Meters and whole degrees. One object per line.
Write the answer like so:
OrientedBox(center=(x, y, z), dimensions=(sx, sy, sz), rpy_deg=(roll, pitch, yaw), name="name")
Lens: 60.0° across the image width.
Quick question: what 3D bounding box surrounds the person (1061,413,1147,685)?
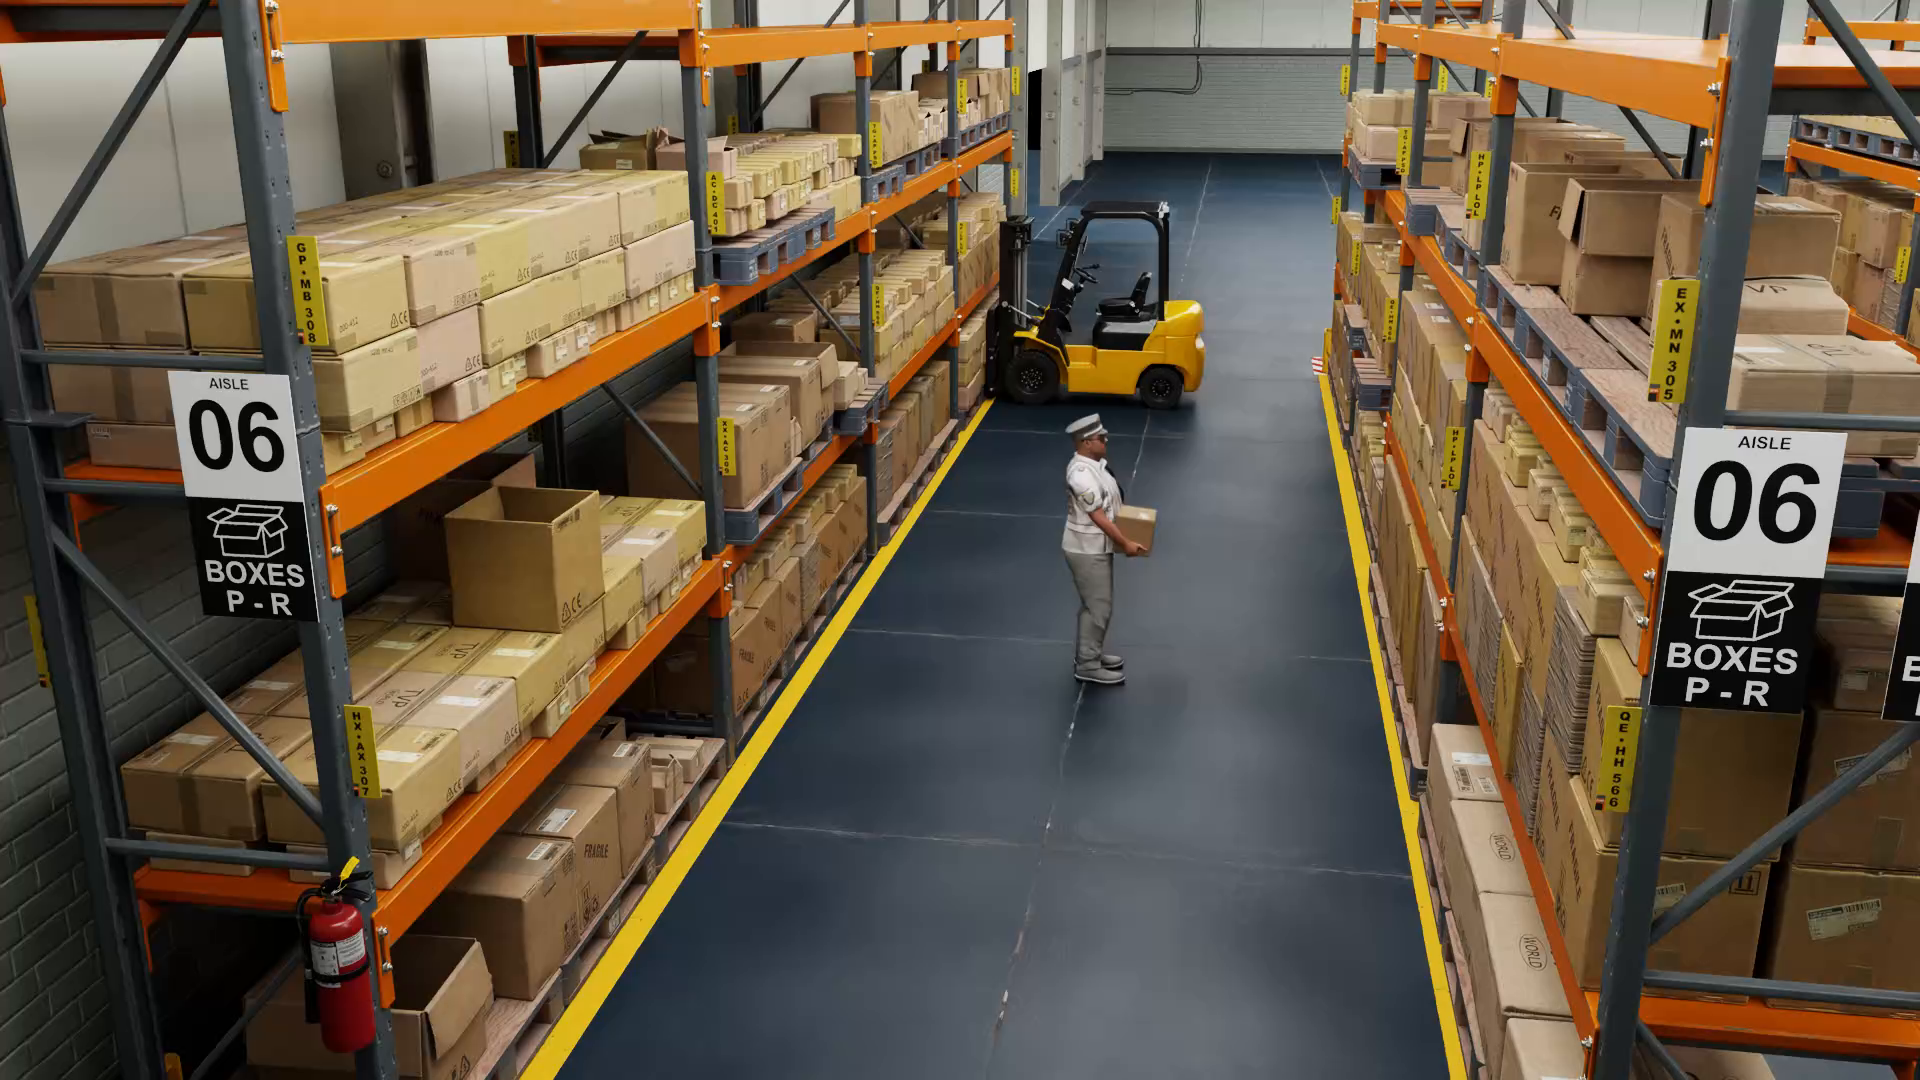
OrientedBox(center=(0.946, 0.046, 10.865), dimensions=(0.562, 1.767, 0.504), rpy_deg=(3, 18, 9), name="person")
